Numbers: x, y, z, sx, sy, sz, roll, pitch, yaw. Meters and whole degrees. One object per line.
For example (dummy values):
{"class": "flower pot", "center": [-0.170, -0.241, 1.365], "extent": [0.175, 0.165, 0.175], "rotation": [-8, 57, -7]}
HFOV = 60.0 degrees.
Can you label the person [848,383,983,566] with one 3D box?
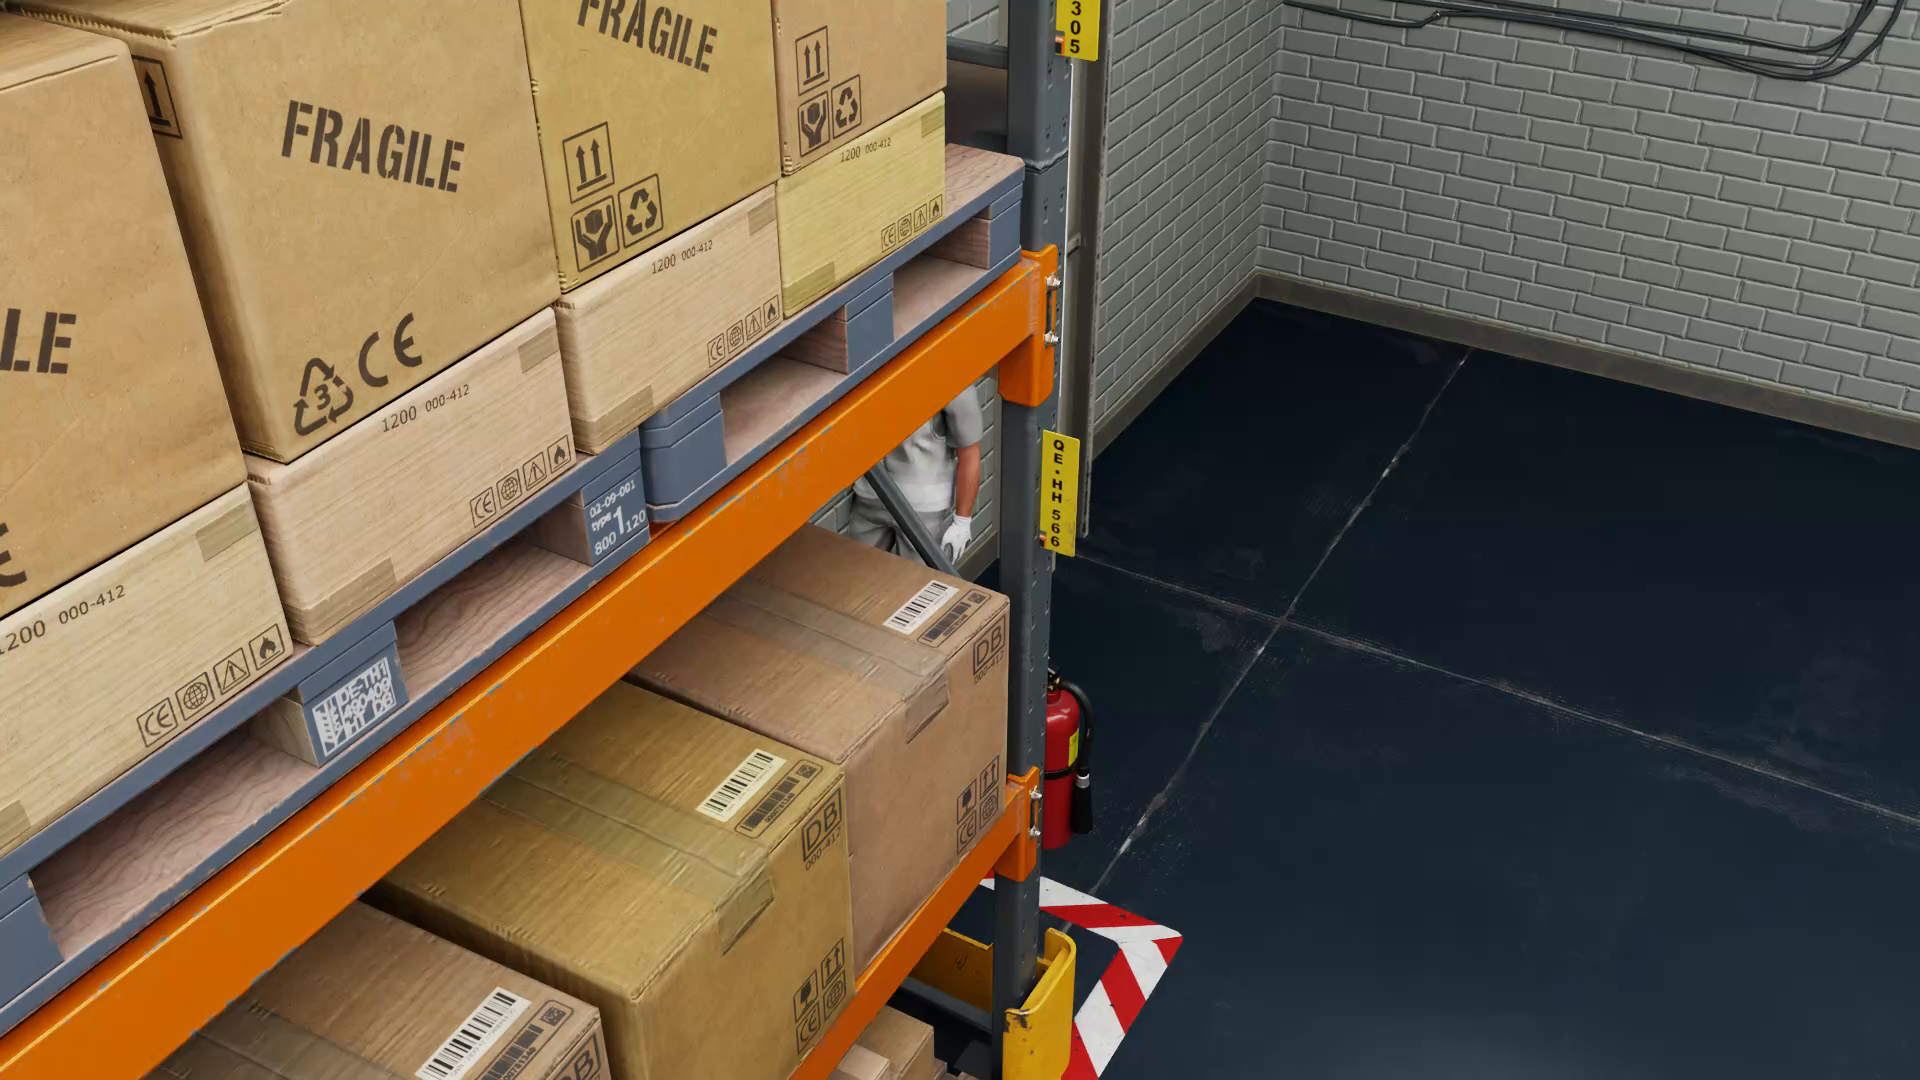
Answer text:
{"class": "person", "center": [-0.267, -0.105, 6.259], "extent": [0.637, 1.789, 0.559], "rotation": [18, 38, 25]}
